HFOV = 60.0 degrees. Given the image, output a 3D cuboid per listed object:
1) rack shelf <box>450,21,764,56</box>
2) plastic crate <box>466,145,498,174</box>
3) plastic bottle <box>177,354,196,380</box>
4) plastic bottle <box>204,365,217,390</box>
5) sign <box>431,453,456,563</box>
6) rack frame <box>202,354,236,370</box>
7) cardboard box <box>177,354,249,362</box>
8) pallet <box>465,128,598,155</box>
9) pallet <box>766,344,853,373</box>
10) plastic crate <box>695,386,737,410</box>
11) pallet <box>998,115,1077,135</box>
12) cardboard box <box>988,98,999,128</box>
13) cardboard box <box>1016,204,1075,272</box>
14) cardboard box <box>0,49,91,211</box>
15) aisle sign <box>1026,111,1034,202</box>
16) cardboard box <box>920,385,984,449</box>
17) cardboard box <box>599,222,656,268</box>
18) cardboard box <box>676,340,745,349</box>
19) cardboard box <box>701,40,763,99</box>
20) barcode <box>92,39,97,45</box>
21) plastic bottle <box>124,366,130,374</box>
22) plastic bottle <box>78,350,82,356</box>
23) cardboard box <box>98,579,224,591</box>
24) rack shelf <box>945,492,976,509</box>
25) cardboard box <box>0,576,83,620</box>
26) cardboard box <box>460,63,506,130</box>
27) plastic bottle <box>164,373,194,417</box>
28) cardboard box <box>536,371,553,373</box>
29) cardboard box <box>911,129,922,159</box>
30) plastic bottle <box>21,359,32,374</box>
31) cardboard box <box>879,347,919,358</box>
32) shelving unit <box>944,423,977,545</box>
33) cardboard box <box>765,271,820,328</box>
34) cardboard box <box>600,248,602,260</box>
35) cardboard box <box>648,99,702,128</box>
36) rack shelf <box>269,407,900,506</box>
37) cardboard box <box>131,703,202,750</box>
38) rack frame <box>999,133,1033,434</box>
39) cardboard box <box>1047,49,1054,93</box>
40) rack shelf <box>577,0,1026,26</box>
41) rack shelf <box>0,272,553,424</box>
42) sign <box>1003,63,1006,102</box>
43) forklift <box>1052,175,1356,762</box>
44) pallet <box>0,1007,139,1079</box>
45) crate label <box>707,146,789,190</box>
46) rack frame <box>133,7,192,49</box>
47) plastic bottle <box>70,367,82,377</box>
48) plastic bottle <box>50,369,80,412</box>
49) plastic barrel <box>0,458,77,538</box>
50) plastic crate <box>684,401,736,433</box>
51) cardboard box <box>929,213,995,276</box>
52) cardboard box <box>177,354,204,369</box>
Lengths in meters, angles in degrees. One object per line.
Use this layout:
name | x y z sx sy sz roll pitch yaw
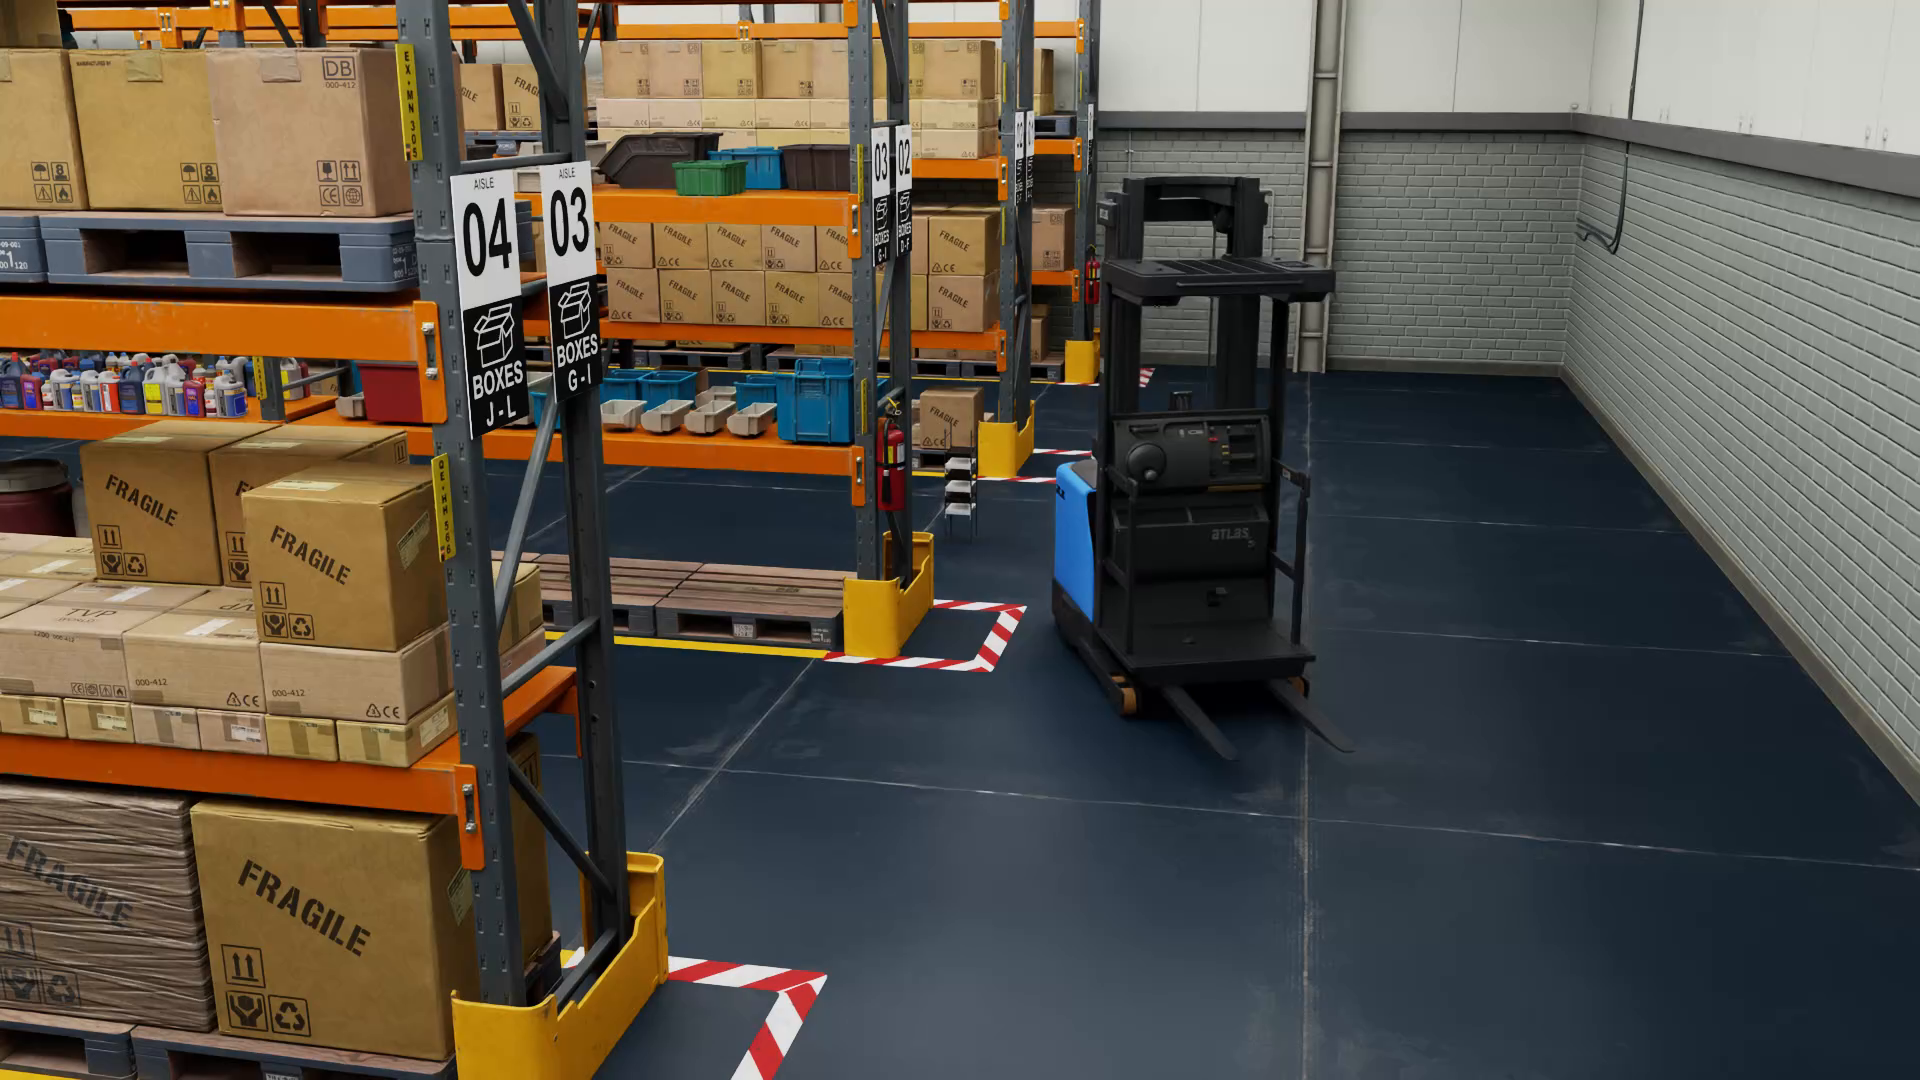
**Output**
rack shelf | -4.384 -6.127 20.350 4.000 0.370 1.077 3 16 11
plastic crate | -3.236 -2.322 10.381 0.590 0.269 0.497 3 16 11
plastic bottle | -5.543 -1.199 11.921 0.133 0.283 0.061 3 16 11
plastic bottle | -5.338 -1.144 11.874 0.097 0.201 0.097 0 15 0
sign | -1.587 -0.100 5.120 0.005 0.325 0.100 3 16 11
rack frame | -7.328 -2.585 16.707 0.127 3.000 1.000 3 16 11
cardboard box | -7.782 -1.838 17.321 0.500 0.311 0.500 4 16 13
pallet | -4.033 -3.781 15.755 1.003 0.211 1.213 3 16 11
pallet | -1.695 -2.264 20.770 1.213 0.211 1.003 3 16 11
plastic crate | -1.618 -0.940 11.149 0.298 0.136 0.250 3 16 11
pallet | 0.766 -4.896 19.593 1.213 0.211 1.003 3 16 11
cardboard box | 0.060 -3.870 15.068 0.500 0.250 0.500 3 16 11
cardboard box | 0.994 -3.625 19.898 0.700 0.700 0.980 4 16 14
cardboard box | -3.030 -1.403 5.657 0.500 0.500 0.700 2 16 7
aisle sign | 0.637 -3.486 15.088 0.004 0.787 0.394 3 16 11
cardboard box | -0.070 -1.132 15.317 0.500 0.500 0.500 3 16 11
cardboard box | -3.002 -2.804 15.435 0.500 0.500 0.500 4 16 13
cardboard box | -3.087 -2.836 20.850 0.750 0.750 0.750 3 16 12
cardboard box | -1.971 -4.244 15.014 0.500 0.500 0.700 3 16 11
barcode | -11.540 -6.642 22.173 0.075 0.075 0.001 3 16 11
plastic bottle | -5.917 -1.134 11.838 0.097 0.201 0.097 0 15 0
plastic bottle | -6.405 -1.246 12.090 0.133 0.283 0.061 3 16 11
cardboard box | -2.885 0.211 6.337 0.500 0.250 0.500 3 16 9
rack shelf | 0.008 -0.314 12.903 0.200 0.077 0.258 3 16 11
cardboard box | -3.500 0.323 5.930 0.500 0.250 0.500 3 16 11
cardboard box | -4.546 -4.193 15.728 0.600 0.600 0.600 3 16 10
plastic bottle | -5.207 -0.973 11.118 0.135 0.276 0.152 3 16 11
cardboard box | -3.948 -1.331 16.038 0.500 0.500 0.500 3 16 11
cardboard box | -0.532 -3.521 14.746 0.500 0.250 0.500 3 16 11
plastic bottle | -6.834 -1.225 12.167 0.097 0.201 0.097 0 15 0
cardboard box | -0.718 -2.544 20.454 0.500 0.500 0.700 3 16 12
shelving unit | 0.008 -0.433 12.870 0.210 0.900 0.258 3 16 11
cardboard box | -1.472 -2.242 15.280 0.500 0.500 0.500 3 16 10
cardboard box | -4.306 -3.597 20.793 0.250 0.149 0.380 4 16 13
cardboard box | -2.490 -3.870 15.069 0.500 0.250 0.500 3 16 11
rack shelf | -2.439 -0.624 10.973 4.000 0.370 1.077 3 16 11
cardboard box | -2.627 0.579 5.753 0.250 0.149 0.380 3 16 12
rack frame | 0.512 -2.160 15.170 0.127 3.000 1.000 3 16 11
cardboard box | 0.828 -5.543 19.668 0.500 0.500 0.500 2 16 9
rack shelf | -1.448 -4.809 14.850 4.000 0.370 1.077 3 16 11
rack shelf | -3.426 -0.774 5.895 4.000 0.370 1.077 3 16 11
sign | 0.382 -3.888 14.131 0.005 0.325 0.100 3 16 11
forklift | 1.382 -0.521 9.383 1.130 2.935 3.031 -3 16 -10
pallet | -3.457 1.688 6.504 1.213 0.211 1.003 3 16 11
crate label | -1.318 -2.372 10.595 0.502 0.251 0.408 3 16 11
rack frame | -10.264 -6.985 21.353 0.127 3.000 1.000 3 16 11
plastic bottle | -6.054 -1.051 11.408 0.097 0.271 0.097 0 15 0
plastic bottle | -6.060 -1.019 11.286 0.135 0.276 0.152 3 16 11
plastic barrel | -6.729 -0.248 12.001 0.708 0.588 0.600 3 16 11
plastic crate | -1.595 -0.781 10.575 0.243 0.136 0.396 3 16 11
cardboard box | 0.021 -2.642 14.849 0.500 0.500 0.500 3 16 11
cardboard box | -7.890 -1.696 16.811 0.500 0.311 0.500 4 16 13
